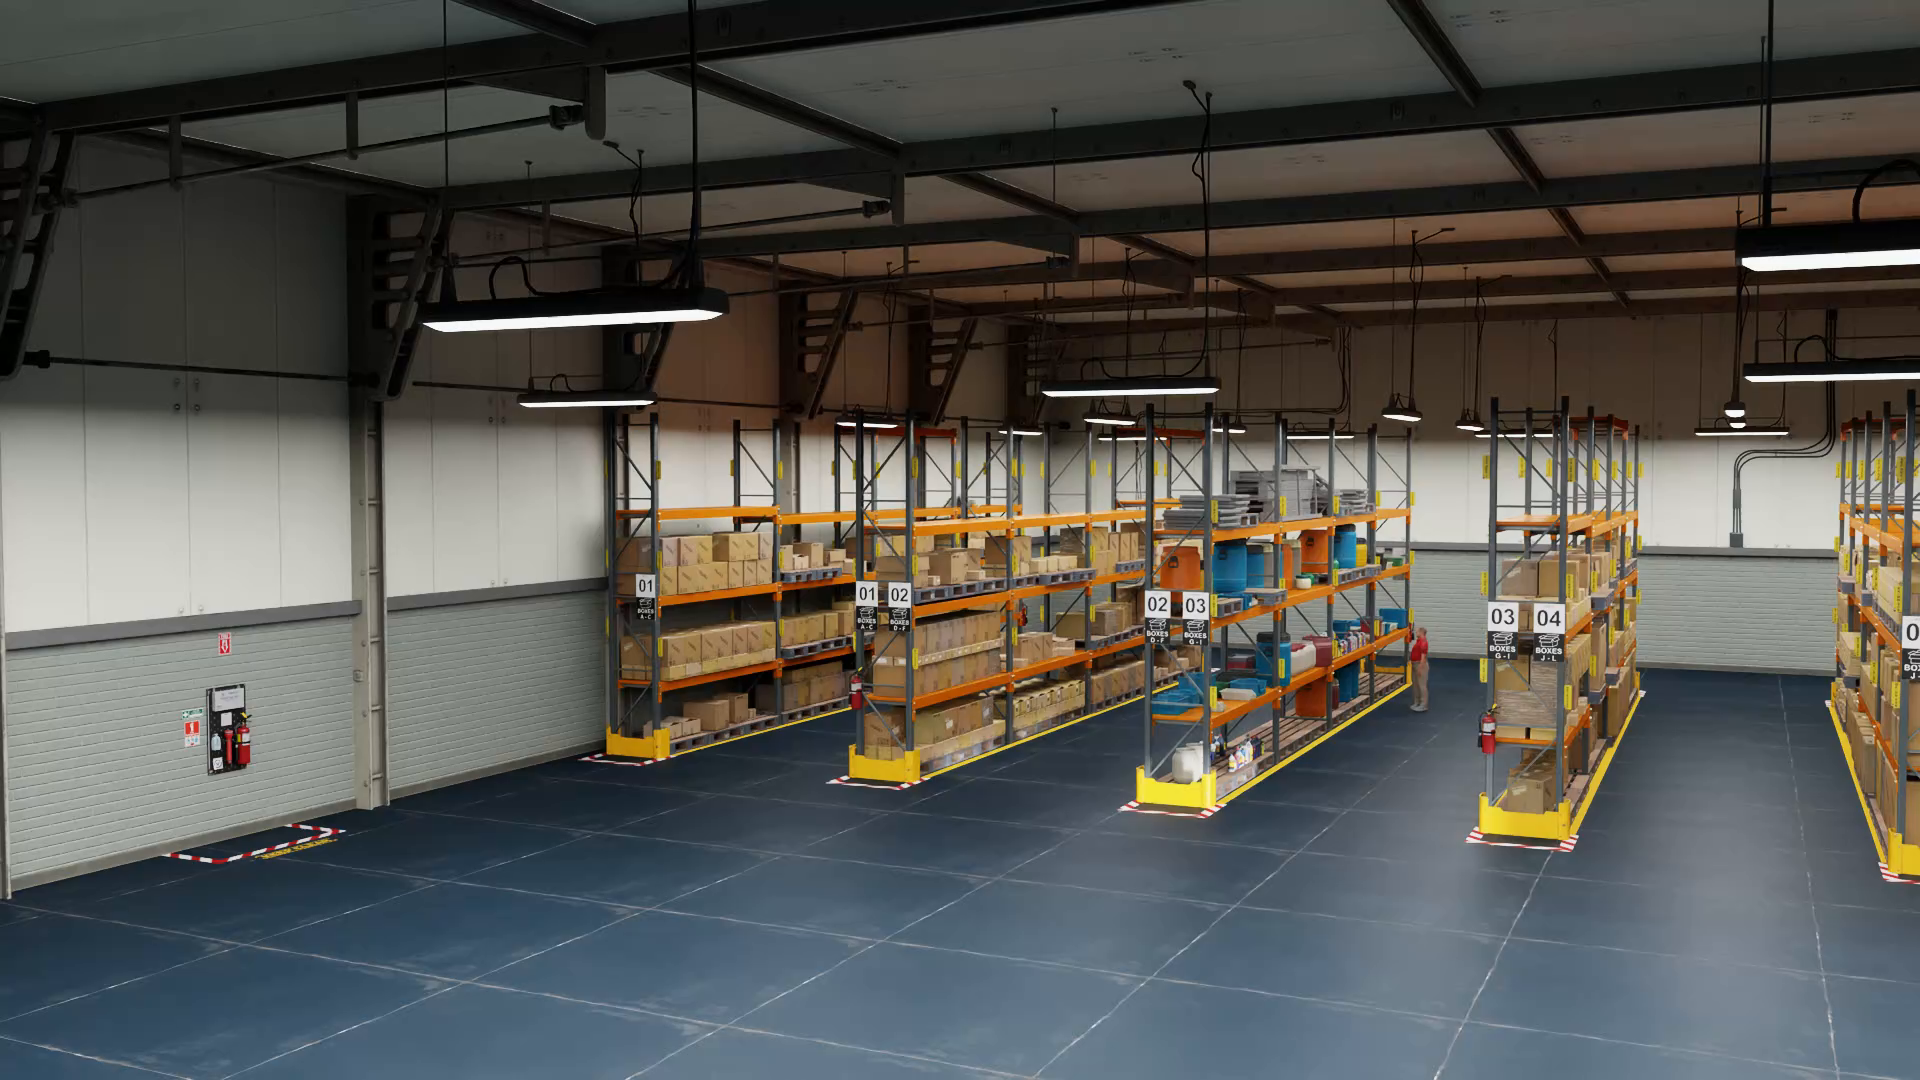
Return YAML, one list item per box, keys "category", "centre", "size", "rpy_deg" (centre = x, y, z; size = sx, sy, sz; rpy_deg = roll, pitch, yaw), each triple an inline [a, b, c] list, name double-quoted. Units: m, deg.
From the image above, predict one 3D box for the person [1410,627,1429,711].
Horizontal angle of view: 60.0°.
- category: "person"
  centre: [9.597, 2.681, 34.740]
  size: [0.421, 1.729, 0.541]
  rpy_deg: [0, 2, -11]
